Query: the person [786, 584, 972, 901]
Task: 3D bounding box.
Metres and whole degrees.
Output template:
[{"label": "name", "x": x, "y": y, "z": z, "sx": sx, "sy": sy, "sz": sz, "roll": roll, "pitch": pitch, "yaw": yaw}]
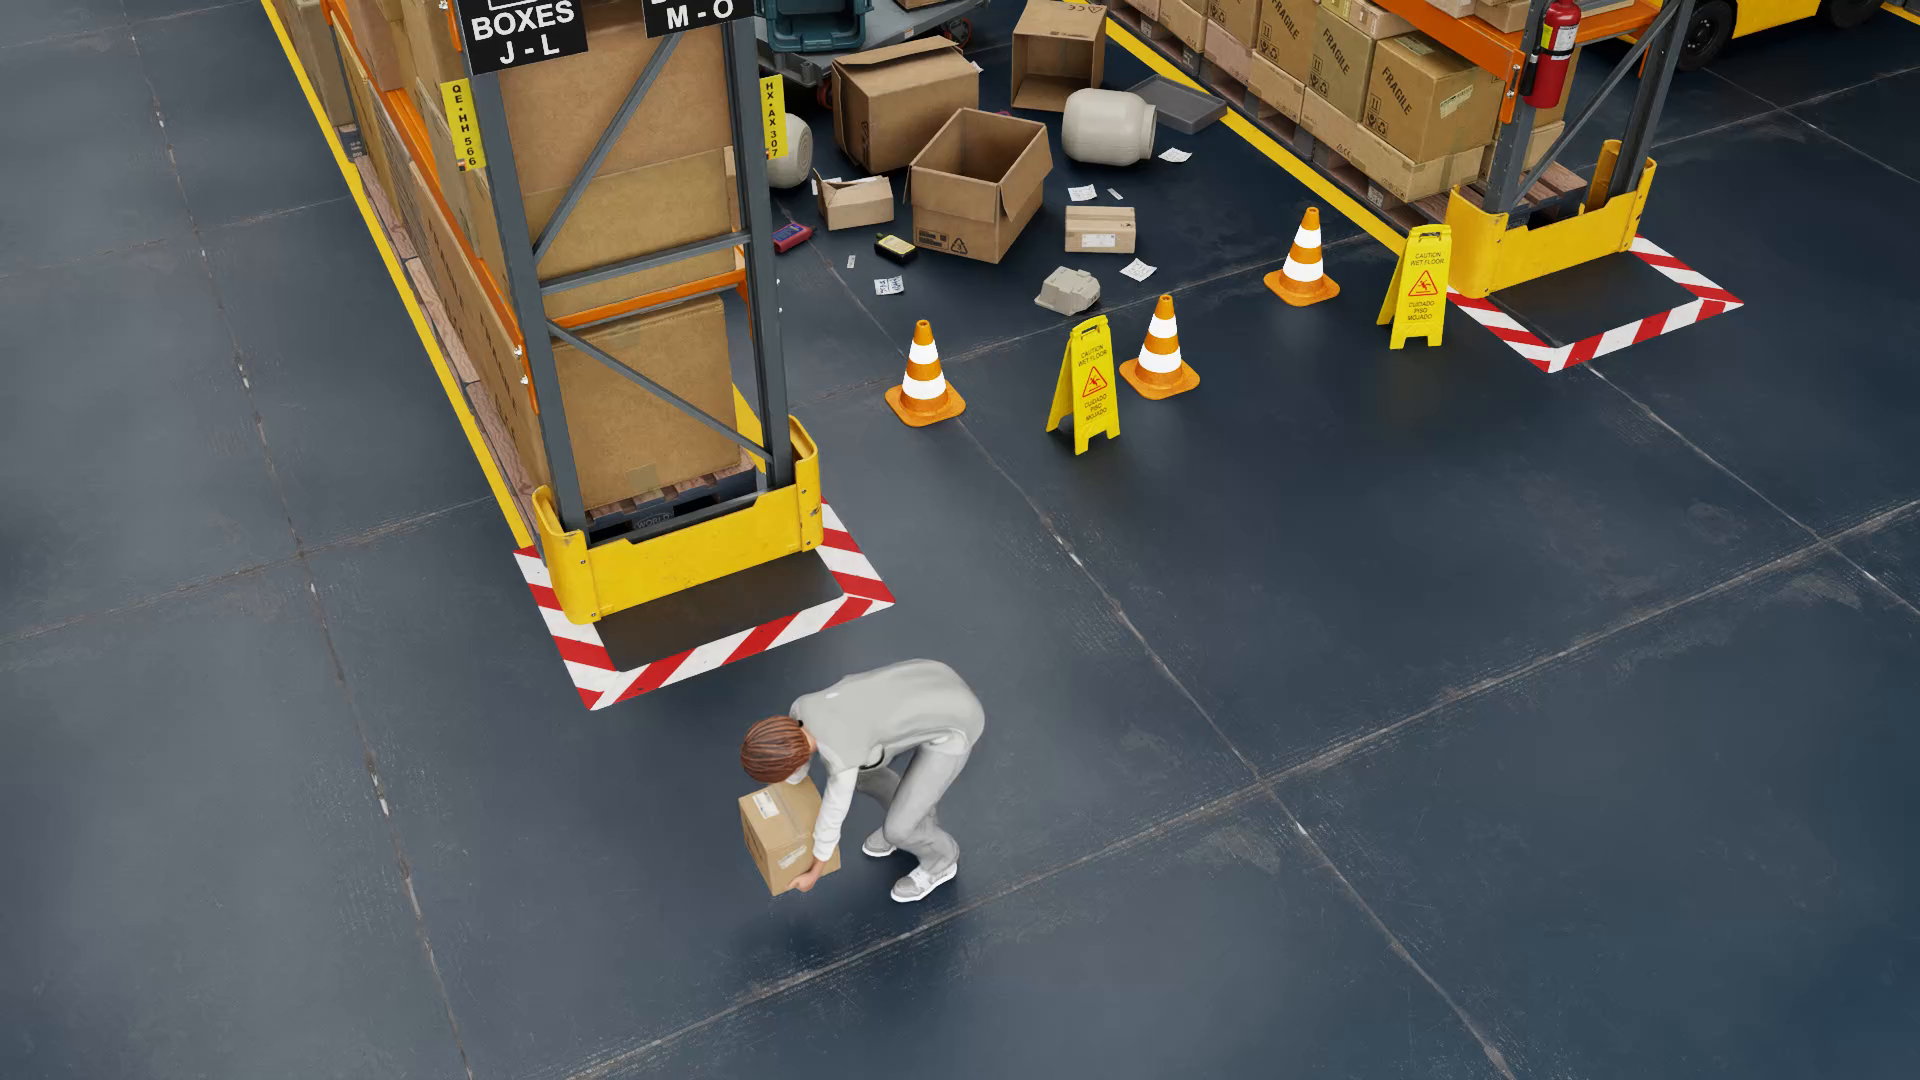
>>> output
[{"label": "person", "x": -0.256, "y": 0.649, "z": 5.523, "sx": 0.599, "sy": 1.494, "sz": 0.377, "roll": -20, "pitch": 46, "yaw": -21}]
